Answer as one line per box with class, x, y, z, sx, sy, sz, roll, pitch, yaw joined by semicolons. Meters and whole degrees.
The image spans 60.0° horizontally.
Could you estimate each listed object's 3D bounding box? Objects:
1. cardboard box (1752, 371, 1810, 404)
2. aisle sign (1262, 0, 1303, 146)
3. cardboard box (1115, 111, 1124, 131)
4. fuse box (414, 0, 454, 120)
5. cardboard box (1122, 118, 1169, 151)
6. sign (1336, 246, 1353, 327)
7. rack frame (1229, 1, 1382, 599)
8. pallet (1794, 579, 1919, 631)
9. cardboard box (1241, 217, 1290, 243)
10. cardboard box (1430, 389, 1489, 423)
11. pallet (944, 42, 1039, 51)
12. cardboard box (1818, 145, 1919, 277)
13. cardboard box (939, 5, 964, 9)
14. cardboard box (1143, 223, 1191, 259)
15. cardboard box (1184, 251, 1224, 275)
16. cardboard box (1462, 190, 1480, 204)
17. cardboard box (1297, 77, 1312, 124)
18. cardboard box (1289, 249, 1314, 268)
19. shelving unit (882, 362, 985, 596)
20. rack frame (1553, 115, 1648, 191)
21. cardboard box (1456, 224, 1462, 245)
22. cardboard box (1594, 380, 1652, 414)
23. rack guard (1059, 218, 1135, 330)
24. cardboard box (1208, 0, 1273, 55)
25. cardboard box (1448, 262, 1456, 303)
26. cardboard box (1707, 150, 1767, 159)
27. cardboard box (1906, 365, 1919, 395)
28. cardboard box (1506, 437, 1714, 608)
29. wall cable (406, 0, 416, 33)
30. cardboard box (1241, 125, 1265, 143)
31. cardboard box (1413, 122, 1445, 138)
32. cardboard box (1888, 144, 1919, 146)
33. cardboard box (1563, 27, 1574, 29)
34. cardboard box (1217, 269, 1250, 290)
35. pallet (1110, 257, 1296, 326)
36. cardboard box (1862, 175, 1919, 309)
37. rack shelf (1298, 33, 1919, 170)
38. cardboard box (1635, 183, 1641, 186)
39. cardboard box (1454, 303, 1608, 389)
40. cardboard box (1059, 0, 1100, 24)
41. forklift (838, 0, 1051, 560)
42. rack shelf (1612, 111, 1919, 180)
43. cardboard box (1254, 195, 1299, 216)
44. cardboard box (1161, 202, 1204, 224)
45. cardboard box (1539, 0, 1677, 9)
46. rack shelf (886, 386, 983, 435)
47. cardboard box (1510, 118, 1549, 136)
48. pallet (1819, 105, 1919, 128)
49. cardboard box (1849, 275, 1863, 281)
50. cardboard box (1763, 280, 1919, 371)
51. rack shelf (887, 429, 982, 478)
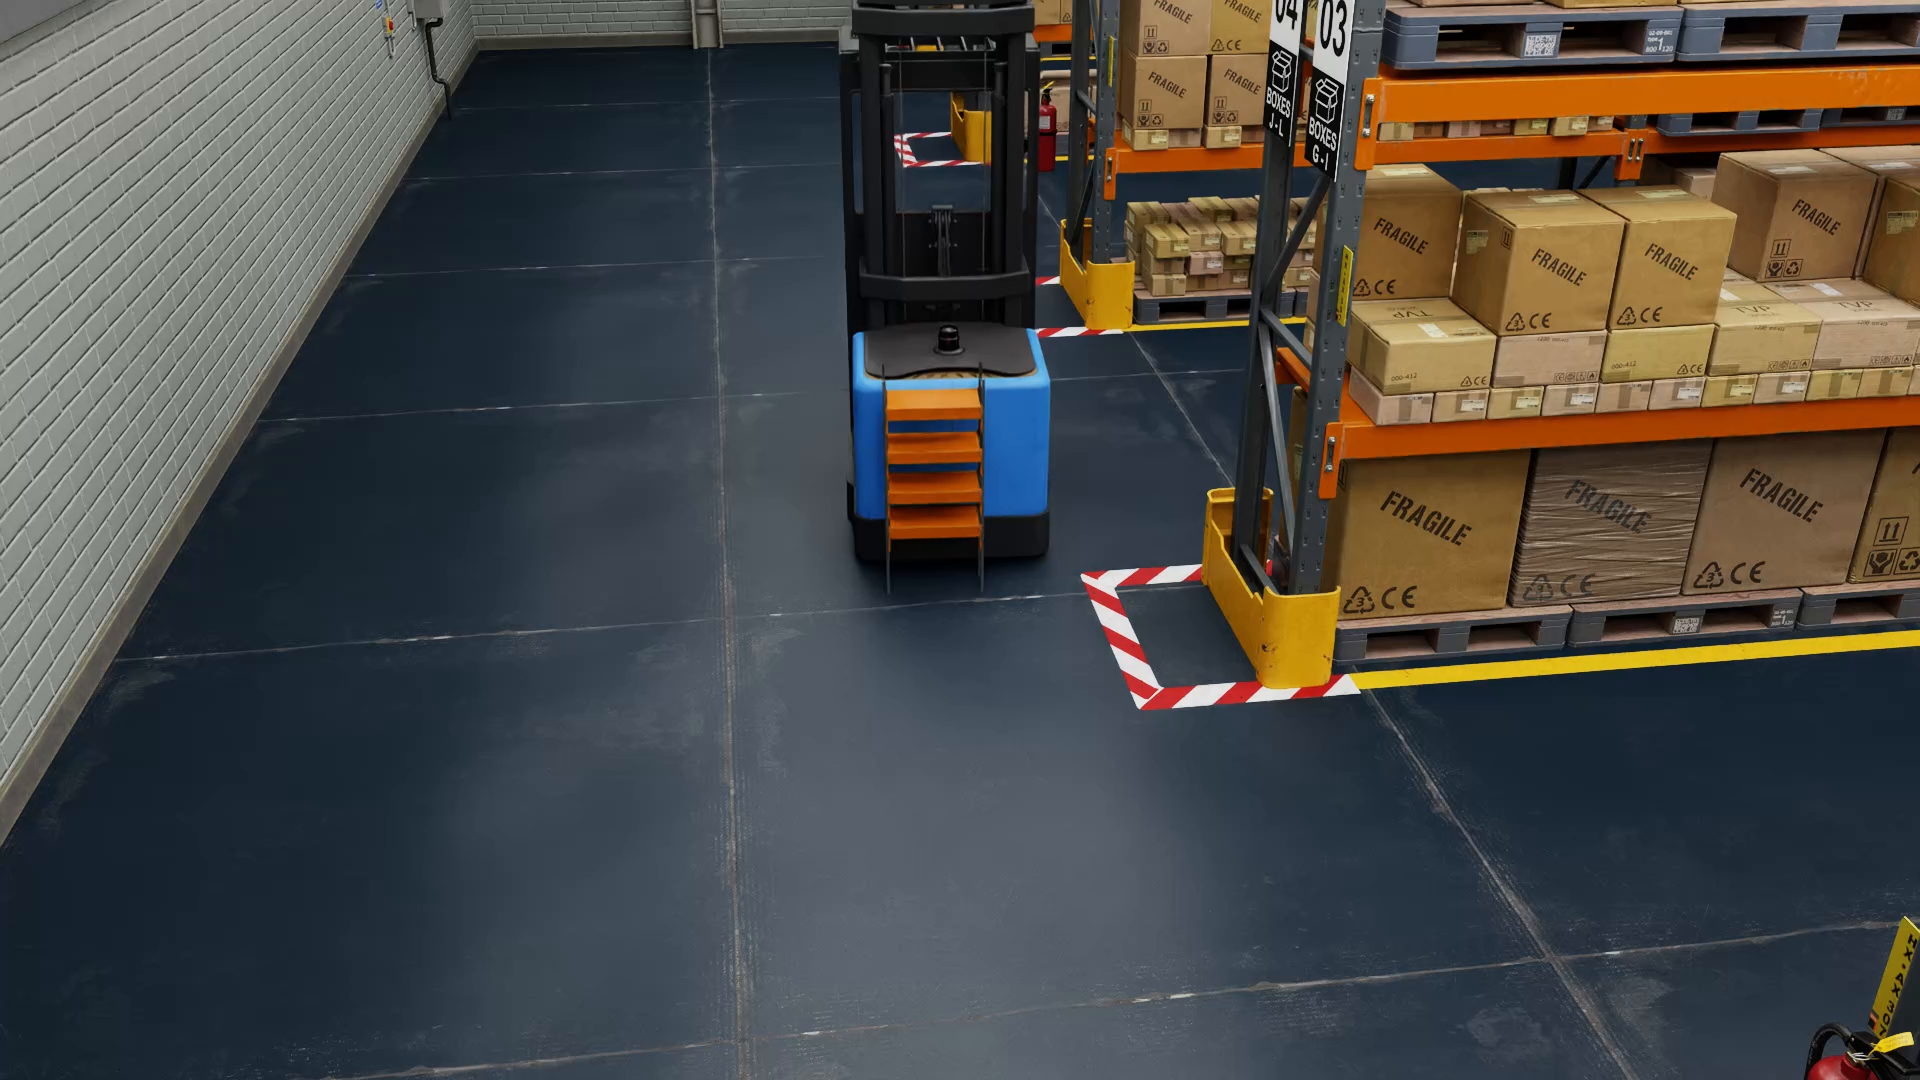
cardboard box;3.729;-0.777;7.754;0.250;0.149;0.380;-3;27;-6
aisle sign;1.436;-2.187;7.380;0.004;0.787;0.394;-4;27;-7
cardboard box;1.242;-3.185;12.447;0.250;0.149;0.380;-4;27;-7
fuse box;-5.560;-5.396;17.892;0.414;1.711;0.539;-4;27;-7
cardboard box;1.325;-2.909;11.909;0.250;0.149;0.380;-4;27;-8
sign;1.620;-1.069;7.012;0.005;0.325;0.100;-4;27;-7
rack frame;1.549;-0.900;7.718;0.127;3.000;1.000;-4;27;-7
pallet;4.746;0.099;8.825;1.213;0.211;1.003;-4;27;-7
cardboard box;2.282;-2.295;12.447;0.250;0.149;0.380;-5;28;-10
cardboard box;2.200;-0.678;7.562;0.250;0.149;0.380;-4;27;-8
pallet;0.338;-6.439;21.567;1.213;0.211;1.003;-4;27;-7
cardboard box;4.511;-1.611;8.121;0.500;0.500;0.500;-4;27;-7
cardboard box;0.092;-6.696;21.288;0.637;0.503;0.797;-5;28;-9
cardboard box;1.524;-2.211;12.285;0.250;0.149;0.380;-5;28;-9
cardboard box;1.792;-2.108;12.410;0.250;0.149;0.380;-4;27;-7
cardboard box;4.024;-2.629;13.098;0.250;0.149;0.380;-4;27;-8
cardboard box;2.454;-3.300;11.960;0.500;0.500;0.500;-3;27;-6
cardboard box;2.541;-2.191;12.571;0.250;0.149;0.380;-5;28;-10
shelving unit;-0.135;-0.302;8.521;0.503;1.200;0.258;-2;28;-3
rack frame;4.919;-3.403;12.596;0.127;3.000;1.000;-4;27;-7
cardboard box;3.587;-2.352;12.560;0.250;0.149;0.380;-5;28;-10
cardboard box;2.964;-0.728;7.658;0.250;0.149;0.380;-4;27;-8
rack guard;1.033;-2.041;12.680;0.348;0.500;1.175;-4;27;-7
cardboard box;1.938;-3.714;11.671;0.500;0.500;0.500;-3;27;-6
cardboard box;2.494;-1.148;8.040;0.500;0.250;0.500;-4;27;-8
cardboard box;6.132;-3.000;13.267;0.500;0.250;0.500;-2;27;-5
cardboard box;4.490;-0.826;7.849;0.250;0.149;0.380;-3;27;-6
cardboard box;3.073;-0.276;8.370;0.875;0.875;0.875;-4;27;-7
wall cable;-5.621;-6.103;16.746;0.122;1.984;0.588;-4;27;-7
cardboard box;2.082;-3.015;12.116;0.250;0.149;0.380;-2;27;-5
cardboard box;3.373;-3.083;12.249;0.250;0.149;0.380;-4;27;-8
cardboard box;7.661;-3.099;13.460;0.500;0.250;0.500;-4;27;-8
cardboard box;4.491;-3.872;11.981;0.500;0.500;0.500;-5;28;-9
cardboard box;2.014;-2.028;12.580;0.250;0.149;0.380;-3;27;-7
pallet;1.843;-1.948;12.816;1.213;0.211;1.003;-4;27;-7
cardboard box;4.595;-1.373;7.658;0.500;0.500;0.500;-3;27;-7
rack shelf;3.530;-2.042;7.445;4.000;0.370;1.077;-4;27;-7
cardboard box;5.617;-2.639;13.385;0.500;0.500;0.500;-4;27;-8
cardboard box;2.576;-0.910;7.576;0.500;0.250;0.500;-4;27;-8
cardboard box;1.181;-5.370;16.320;0.500;0.500;0.500;-4;27;-8
forklift;-0.125;-1.833;9.611;1.130;2.935;3.031;-2;27;-3
rack shelf;6.900;-3.210;13.008;4.000;0.370;1.077;-4;27;-7
cardboard box;2.466;-2.574;12.992;0.250;0.149;0.380;-3;27;-5
cardboard box;1.704;-2.470;12.789;0.250;0.149;0.380;-3;27;-6
cardboard box;2.631;-2.549;6.967;0.500;0.500;0.700;-5;28;-9
rack shelf;-0.134;-0.650;8.340;0.480;0.148;0.258;-2;28;-3
cardboard box;4.156;-3.111;12.303;0.250;0.149;0.380;-3;27;-5
pallet;6.926;-3.428;12.854;1.213;0.211;1.003;-4;27;-7
cardboard box;4.515;-1.279;8.295;0.500;0.250;0.500;-4;27;-7
cardboard box;4.092;-1.007;7.764;0.500;0.250;0.500;-3;27;-6
rack shelf;-0.135;-0.440;8.449;0.480;0.148;0.258;-2;28;-3
